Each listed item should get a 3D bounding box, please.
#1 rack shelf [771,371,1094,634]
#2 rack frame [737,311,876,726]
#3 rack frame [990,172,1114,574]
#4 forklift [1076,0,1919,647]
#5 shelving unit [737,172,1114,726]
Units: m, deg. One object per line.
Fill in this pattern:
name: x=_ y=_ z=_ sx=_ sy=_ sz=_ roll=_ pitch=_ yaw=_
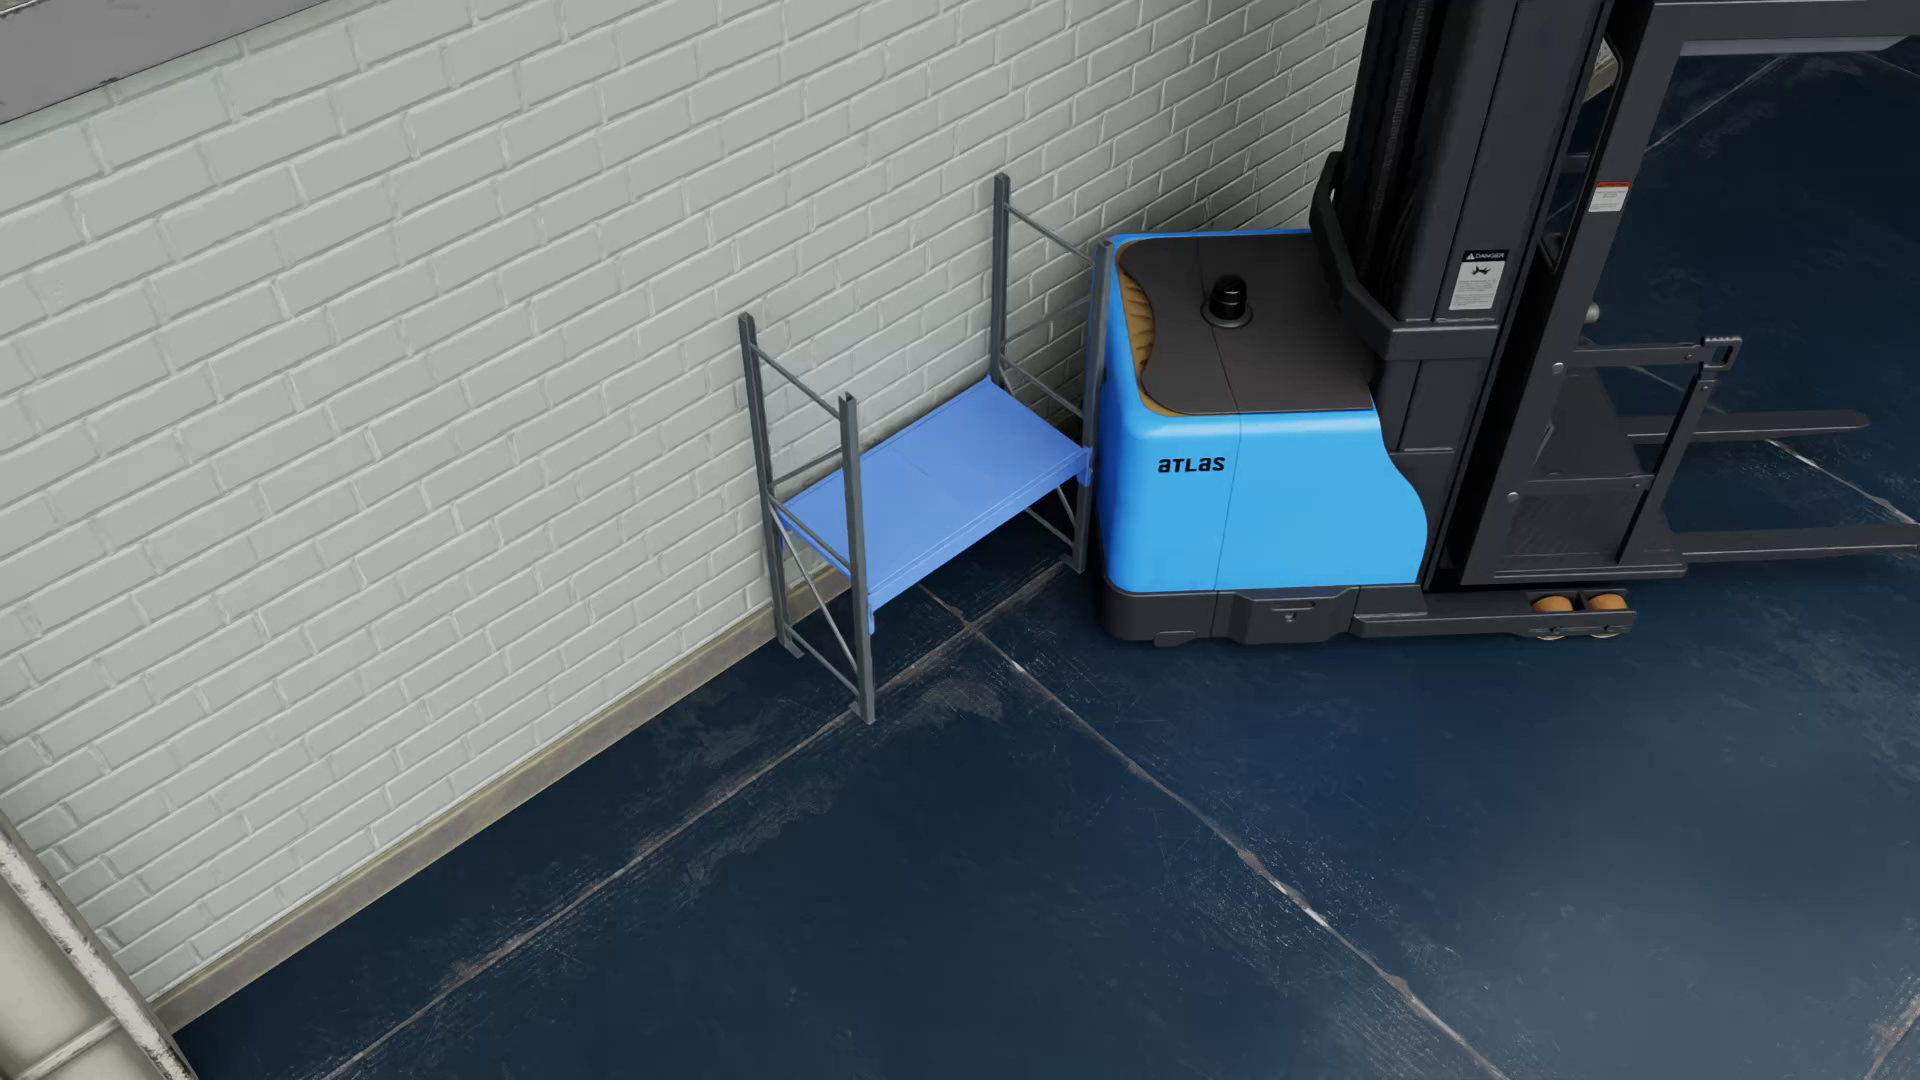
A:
rack shelf: x=-0.090 y=-0.147 z=5.604 sx=1.000 sy=0.185 sz=0.538 roll=-34 pitch=56 yaw=-27
rack frame: x=-0.466 y=-0.015 z=5.240 sx=0.032 sy=1.500 sz=0.500 roll=-34 pitch=56 yaw=-27
rack frame: x=0.286 y=-0.521 z=5.701 sx=0.032 sy=1.500 sz=0.500 roll=-34 pitch=56 yaw=-27
forklift: x=1.985 y=-1.028 z=5.205 sx=3.031 sy=2.935 sz=1.130 roll=-2 pitch=47 yaw=-2
shelving unit: x=-0.090 y=-0.268 z=5.470 sx=1.048 sy=1.500 sz=0.538 roll=-34 pitch=56 yaw=-27
